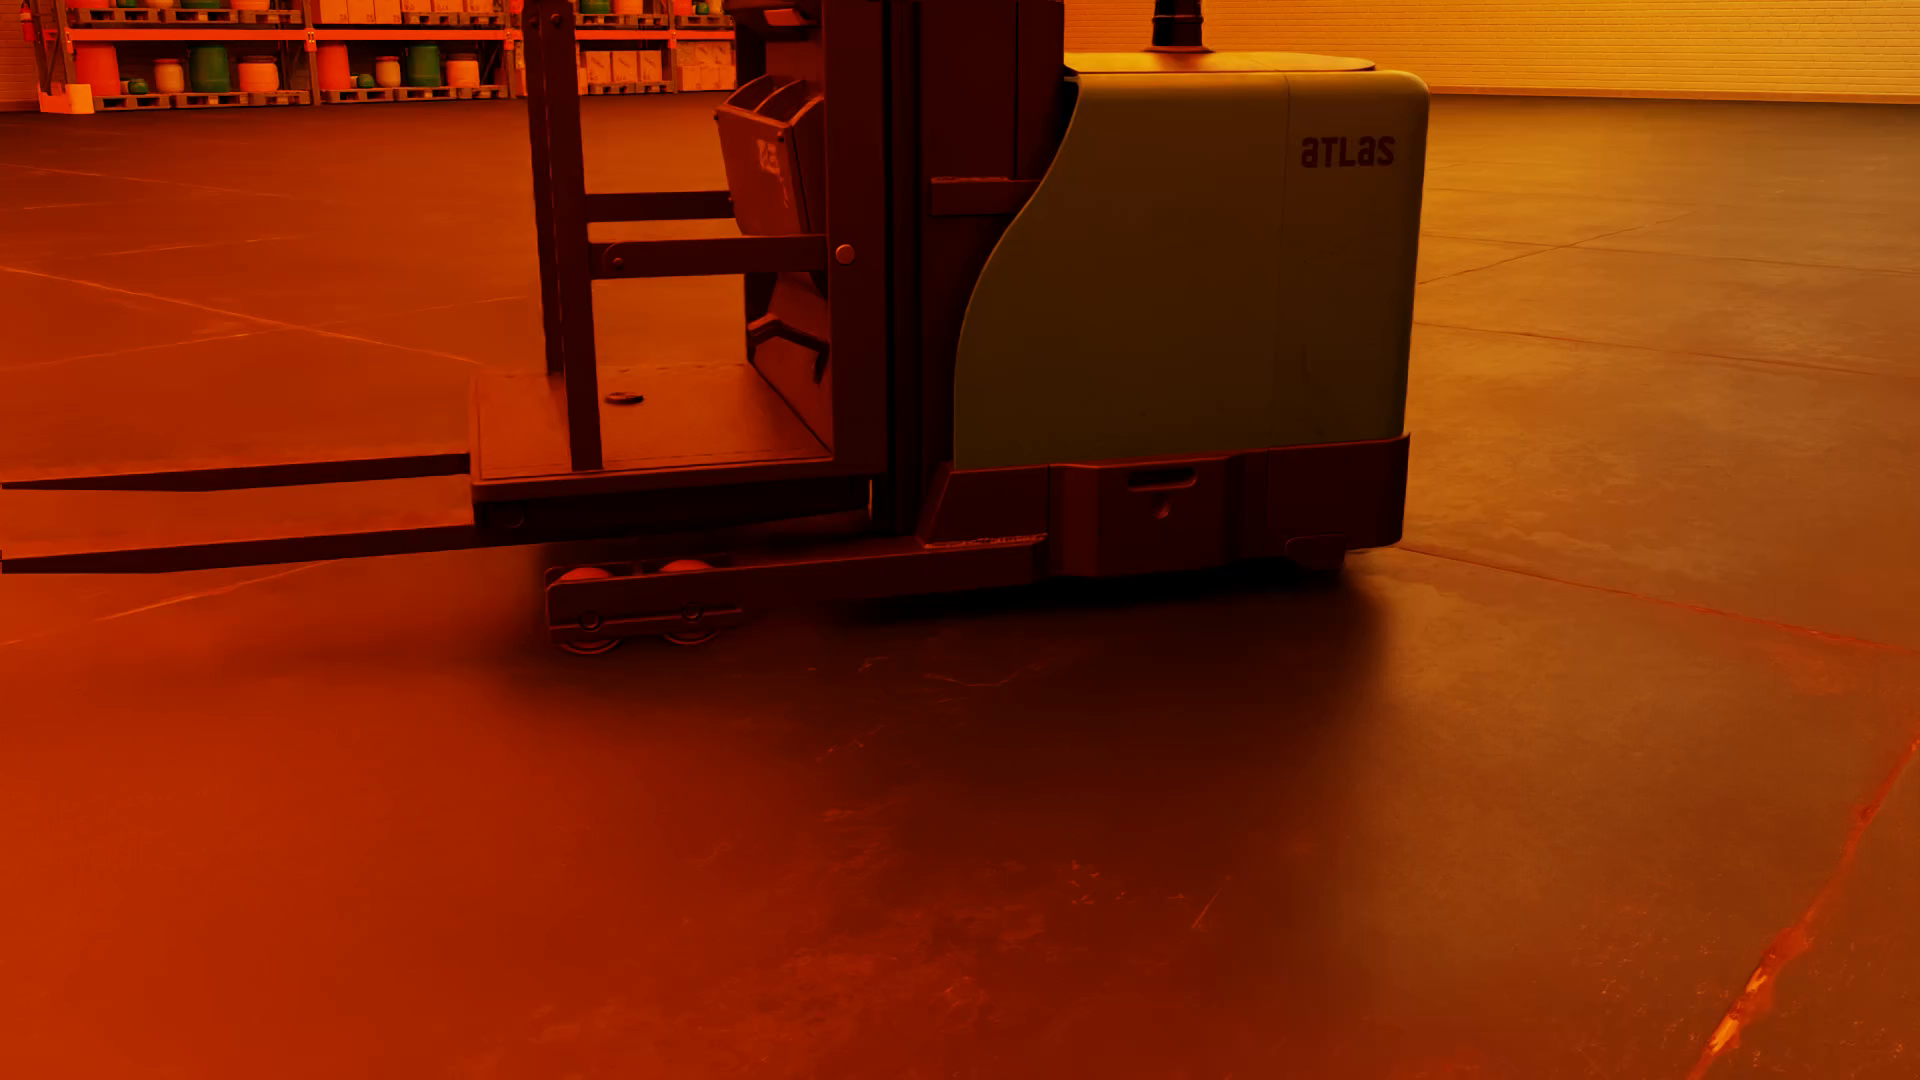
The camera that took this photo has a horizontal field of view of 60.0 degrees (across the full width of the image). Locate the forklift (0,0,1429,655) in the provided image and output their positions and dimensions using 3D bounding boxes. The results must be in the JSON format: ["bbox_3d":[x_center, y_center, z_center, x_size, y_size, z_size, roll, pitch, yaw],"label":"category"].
[{"bbox_3d":[-0.587,-1.351,3.347,3.031,2.935,1.130,-5,18,-15],"label":"forklift"}]
